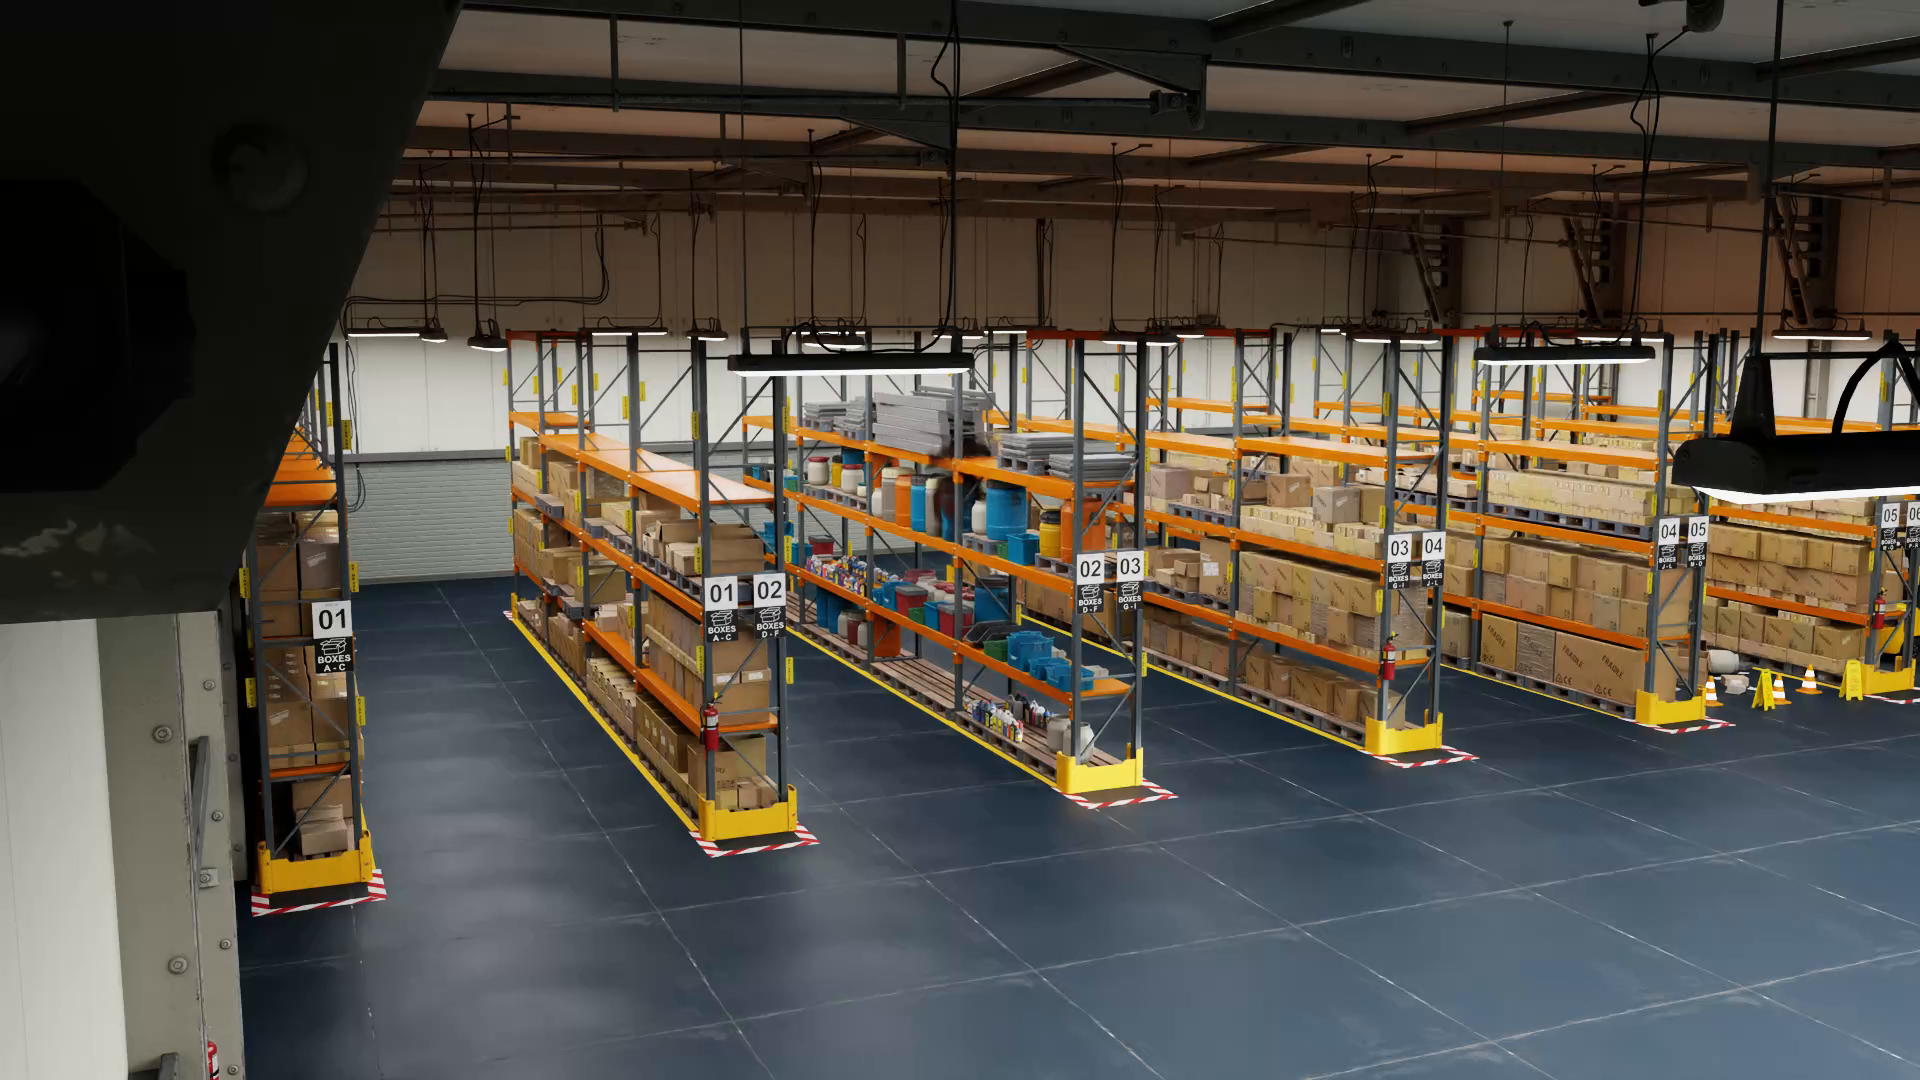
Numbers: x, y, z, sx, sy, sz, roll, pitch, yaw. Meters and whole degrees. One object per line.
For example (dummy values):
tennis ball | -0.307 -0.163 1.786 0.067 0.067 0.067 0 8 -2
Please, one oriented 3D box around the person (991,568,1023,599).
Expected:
person | 0.920 1.021 32.851 0.595 1.723 1.077 -2 8 -18

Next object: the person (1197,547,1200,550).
person | 6.633 -0.587 44.564 0.573 1.700 0.563 -6 10 -37

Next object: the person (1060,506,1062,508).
person | 2.596 -0.038 40.828 0.481 1.628 0.996 -4 9 -25
